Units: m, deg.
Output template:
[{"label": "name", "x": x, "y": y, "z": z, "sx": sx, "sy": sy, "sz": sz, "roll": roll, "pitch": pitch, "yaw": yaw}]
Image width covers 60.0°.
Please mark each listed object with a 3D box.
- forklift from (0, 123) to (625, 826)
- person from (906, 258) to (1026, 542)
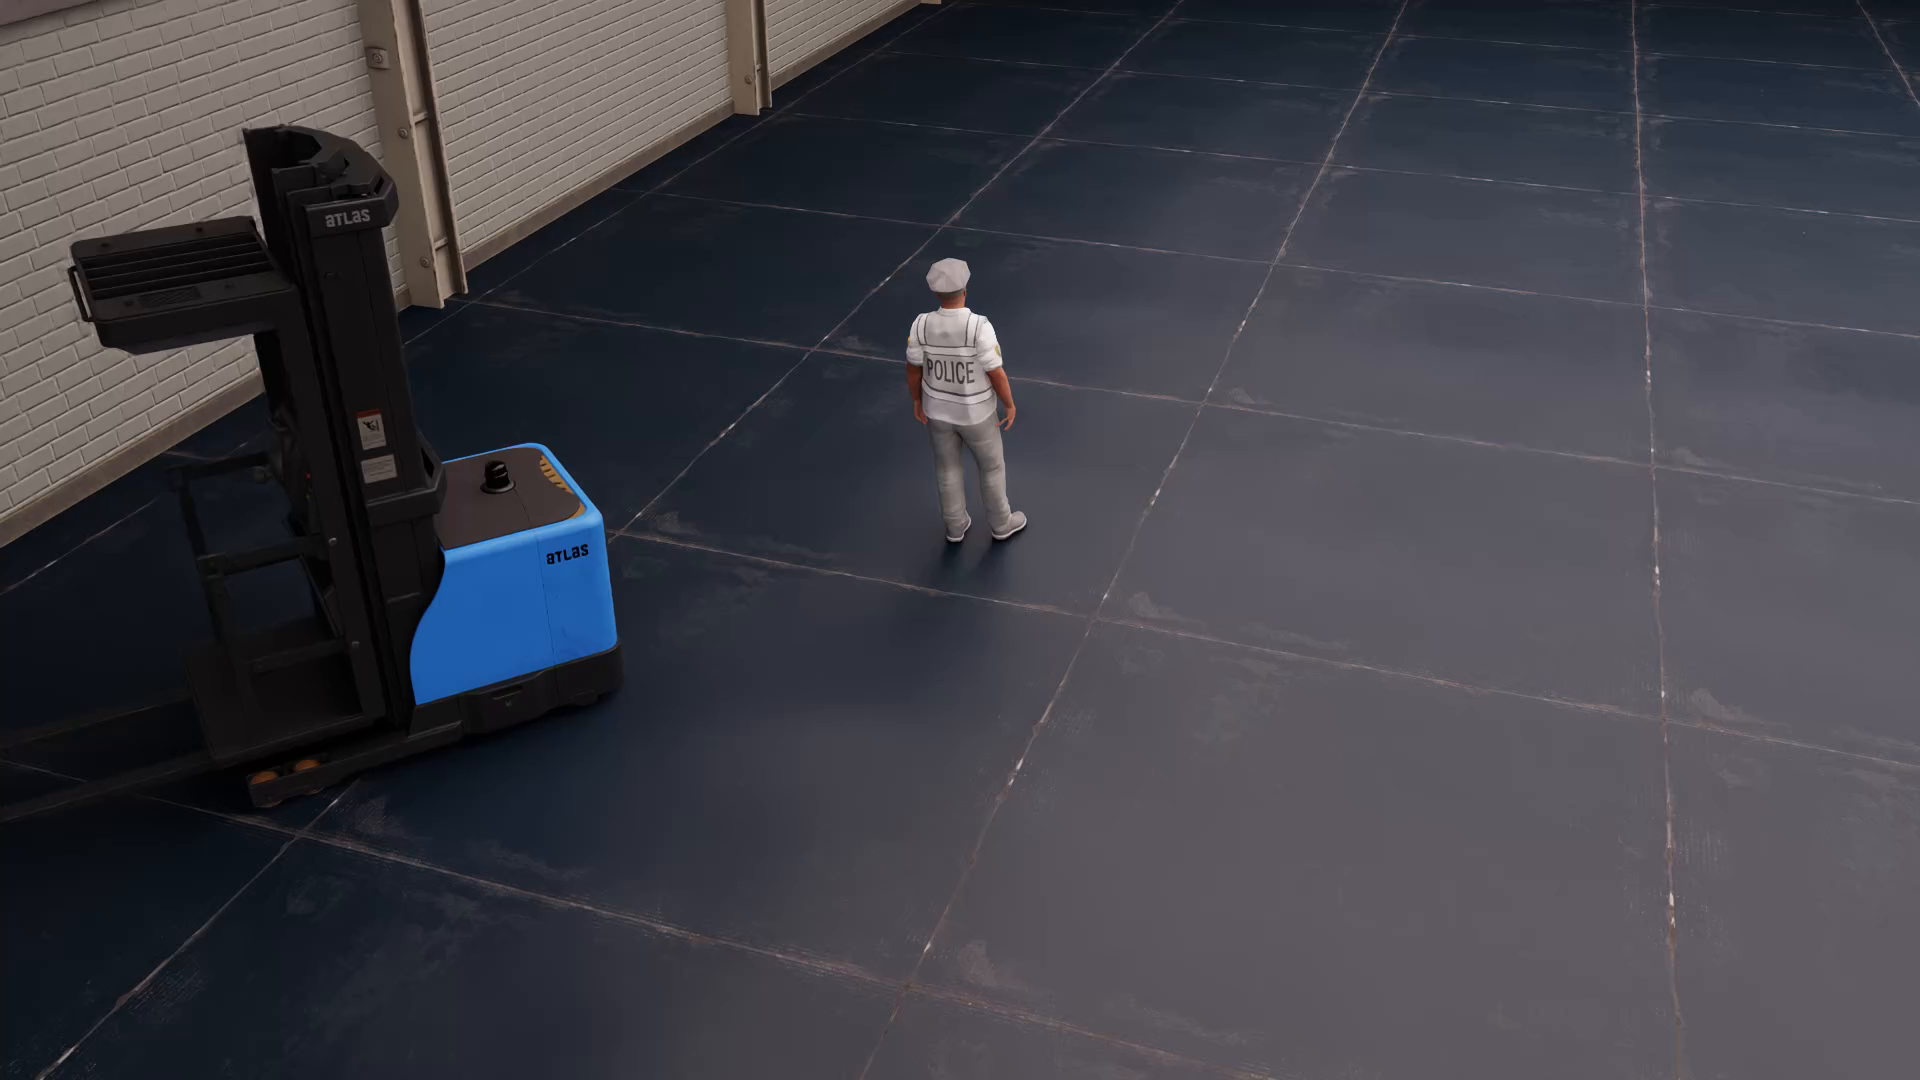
[{"label": "forklift", "x": -3.283, "y": -0.307, "z": 7.675, "sx": 3.031, "sy": 2.935, "sz": 1.130, "roll": -16, "pitch": 33, "yaw": -26}, {"label": "person", "x": 0.036, "y": -0.816, "z": 9.712, "sx": 0.641, "sy": 1.781, "sz": 0.574, "roll": 10, "pitch": 31, "yaw": 16}]
